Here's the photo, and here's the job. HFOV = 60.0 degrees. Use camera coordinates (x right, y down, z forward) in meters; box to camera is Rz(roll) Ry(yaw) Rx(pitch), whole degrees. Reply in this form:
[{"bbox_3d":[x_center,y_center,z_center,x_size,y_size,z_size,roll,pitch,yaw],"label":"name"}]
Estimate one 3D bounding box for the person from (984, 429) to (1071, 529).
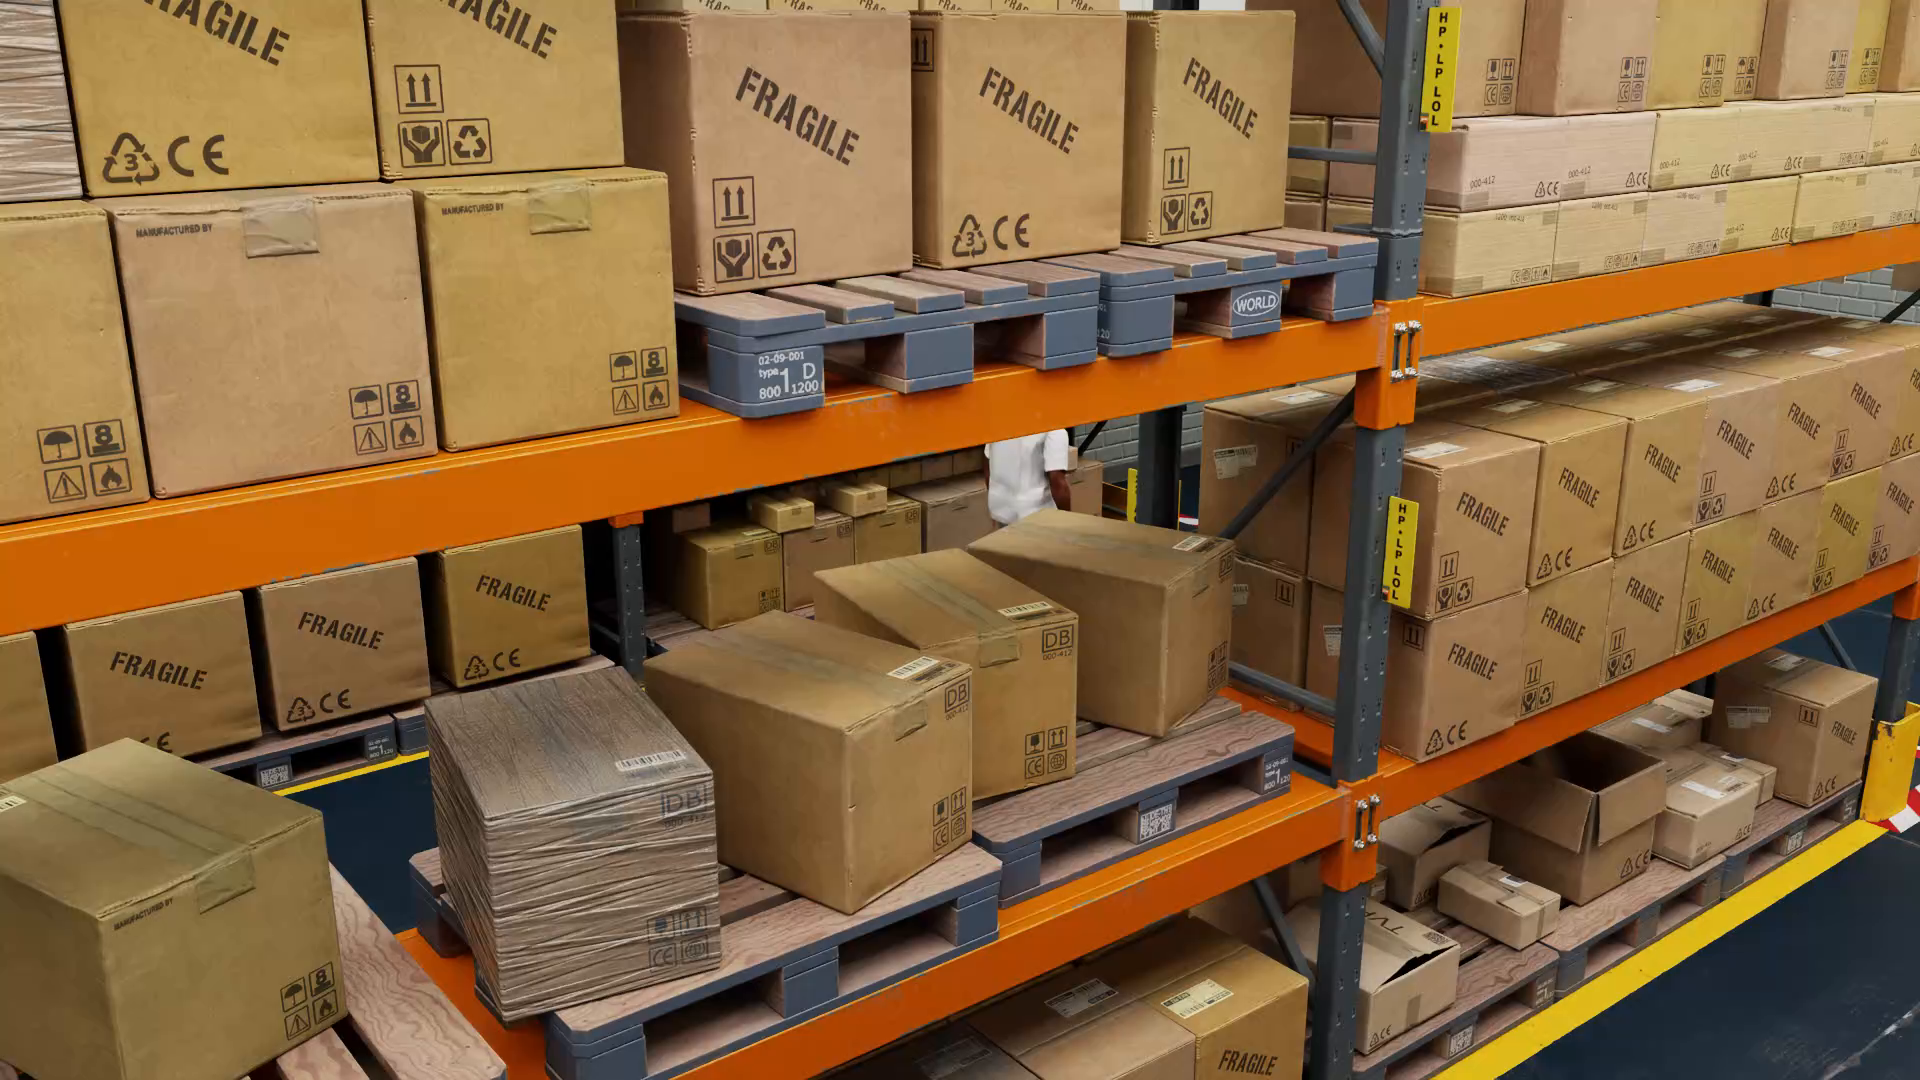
[{"bbox_3d":[0.409,-0.163,9.537,0.462,1.759,0.632,-16,23,-41],"label":"person"}]
